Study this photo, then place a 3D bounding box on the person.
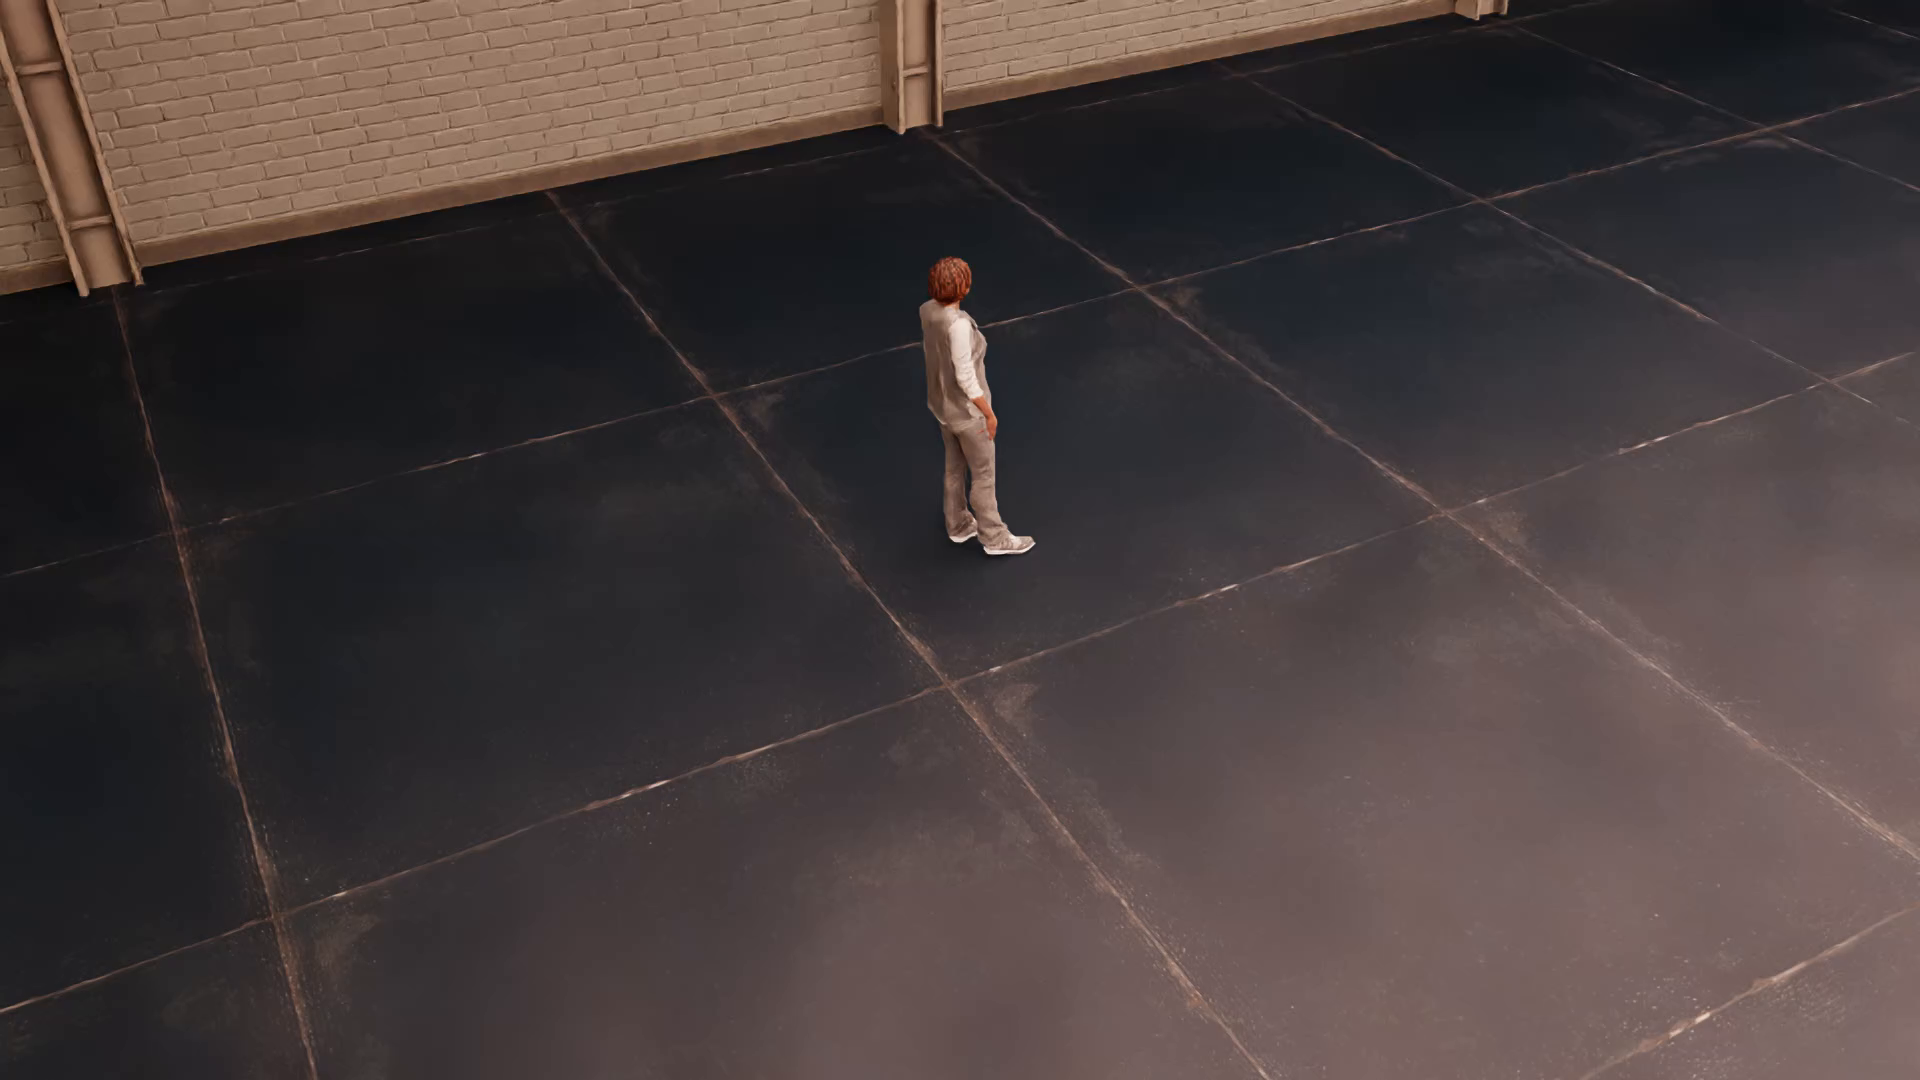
[{"bbox_3d":[0.072,-0.671,8.216,0.474,1.597,0.521,-17,39,-23],"label":"person"}]
